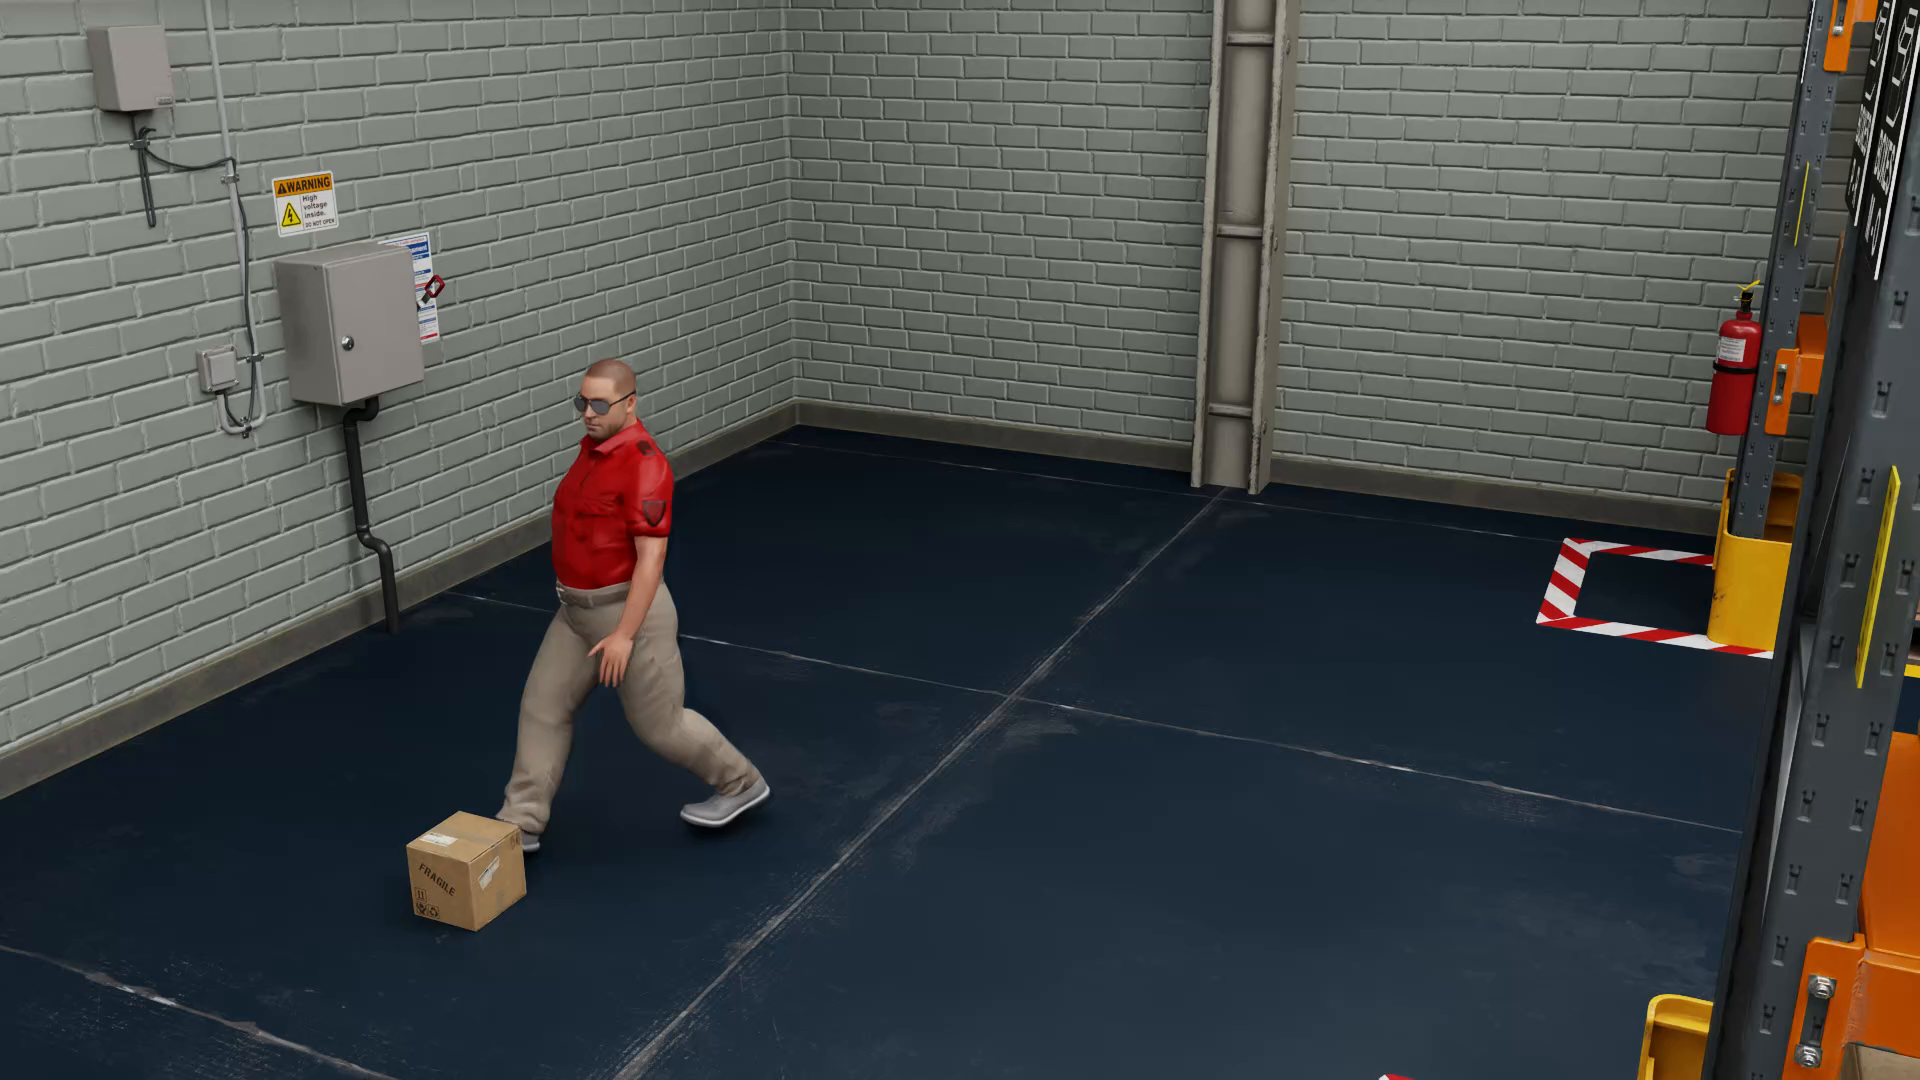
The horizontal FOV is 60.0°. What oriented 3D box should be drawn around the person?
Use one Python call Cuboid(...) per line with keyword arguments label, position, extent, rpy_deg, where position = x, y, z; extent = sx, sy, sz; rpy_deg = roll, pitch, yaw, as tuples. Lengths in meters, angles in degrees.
Cuboid(label="person", position=(-1.190, 0.249, 5.426), extent=(1.059, 1.665, 0.562), rpy_deg=(-15, 24, -37))
